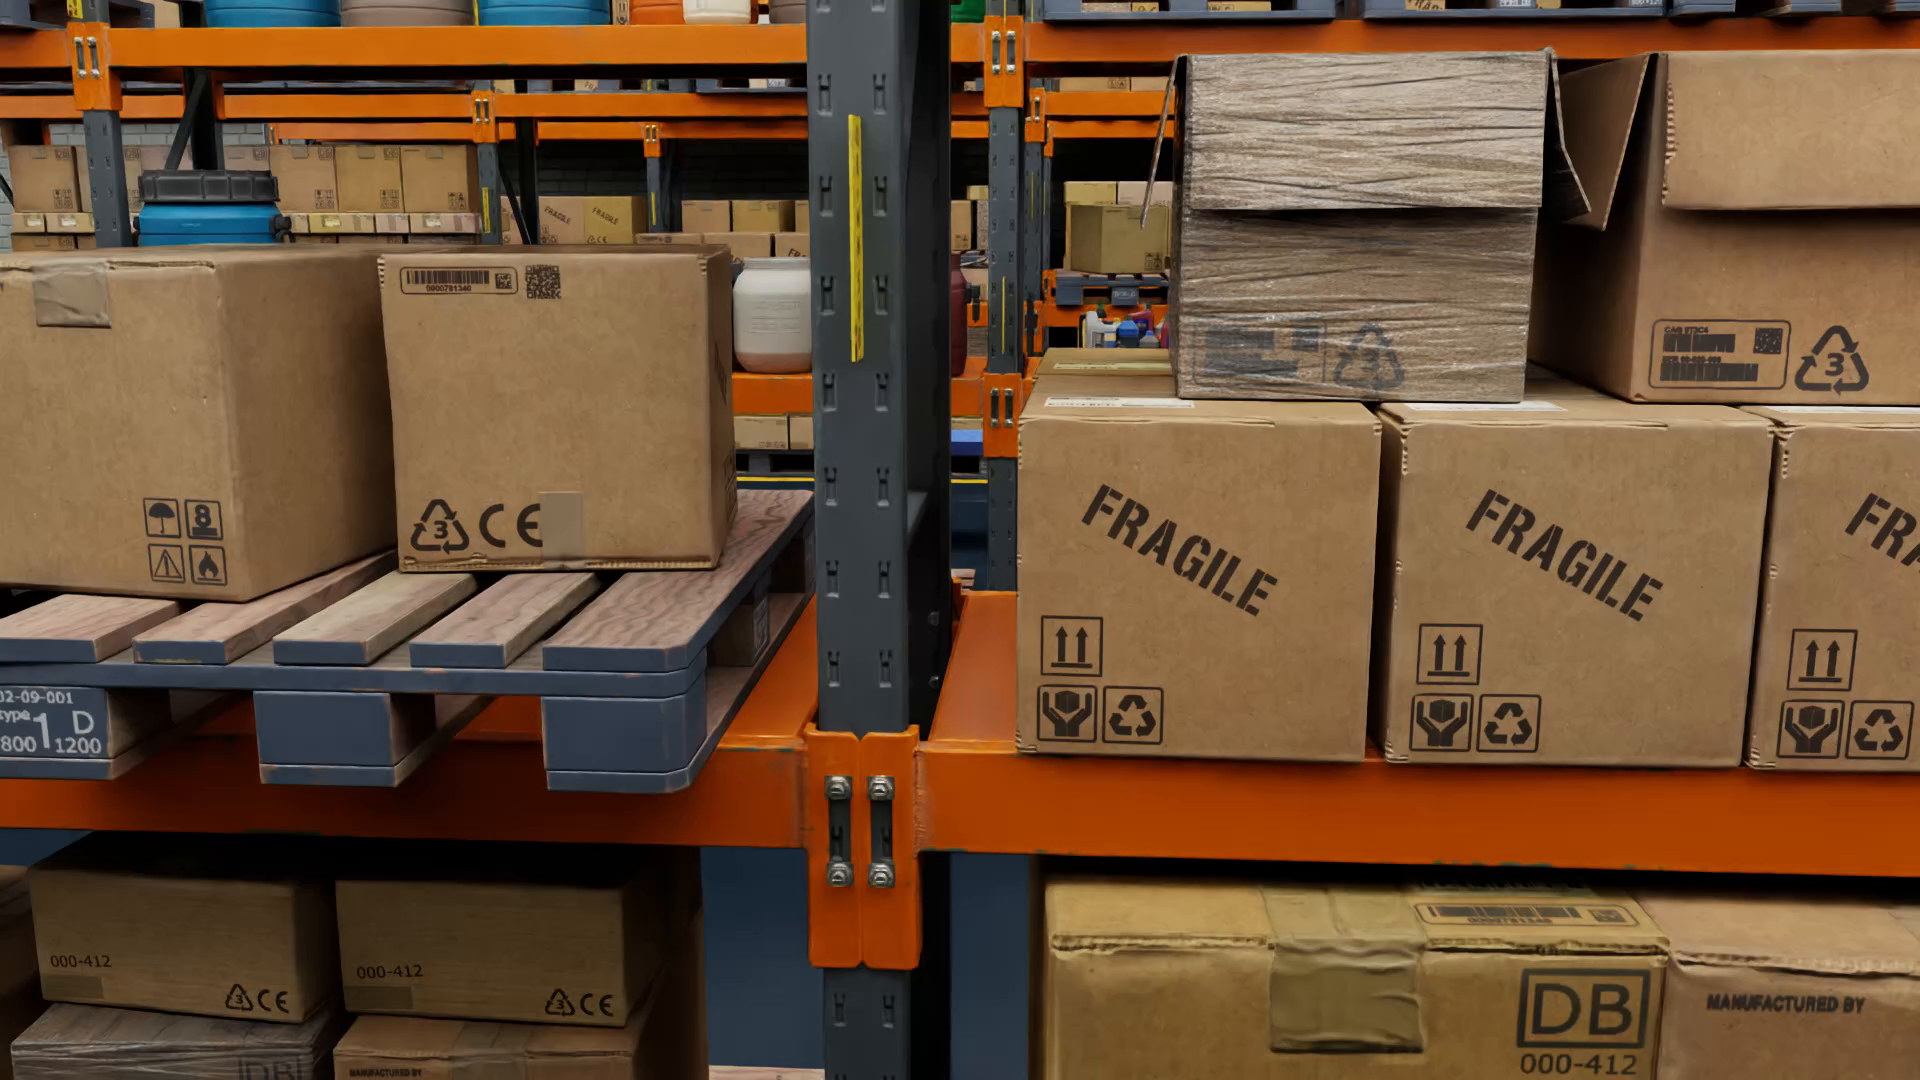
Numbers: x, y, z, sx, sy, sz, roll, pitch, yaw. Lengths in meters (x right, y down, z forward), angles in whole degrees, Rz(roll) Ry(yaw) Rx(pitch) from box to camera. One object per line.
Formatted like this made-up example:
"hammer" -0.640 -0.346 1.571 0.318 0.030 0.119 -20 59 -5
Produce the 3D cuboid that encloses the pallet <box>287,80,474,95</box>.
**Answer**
"pallet" -4.291 -3.500 12.567 1.213 0.211 1.003 1 12 4

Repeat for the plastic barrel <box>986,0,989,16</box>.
"plastic barrel" -0.072 -2.592 7.736 0.421 0.512 0.421 0 12 0

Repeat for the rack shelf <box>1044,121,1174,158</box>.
"rack shelf" 2.875 -4.115 17.046 4.000 0.370 1.077 1 12 4

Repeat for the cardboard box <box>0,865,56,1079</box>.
"cardboard box" -1.904 1.001 3.187 0.500 0.500 0.700 2 12 9

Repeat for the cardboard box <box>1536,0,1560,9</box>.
"cardboard box" 4.046 -3.753 12.045 0.600 0.600 0.600 0 12 -2

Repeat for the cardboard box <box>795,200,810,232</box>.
"cardboard box" -1.390 -3.320 17.494 0.500 0.500 0.700 2 12 12

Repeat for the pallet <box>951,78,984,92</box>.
"pallet" -0.131 -3.381 12.242 1.003 0.211 1.213 1 12 6

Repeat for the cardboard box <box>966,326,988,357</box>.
"cardboard box" 0.158 -2.018 17.618 0.500 0.500 0.700 1 12 5

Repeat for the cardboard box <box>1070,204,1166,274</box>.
"cardboard box" 1.188 -2.283 12.588 0.500 0.500 0.700 -3 12 -15

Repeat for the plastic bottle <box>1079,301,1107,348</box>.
"plastic bottle" 0.650 -1.027 8.137 0.133 0.283 0.061 1 12 4

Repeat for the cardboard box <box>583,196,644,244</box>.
"cardboard box" -3.604 -3.328 17.338 0.500 0.500 0.500 1 12 4

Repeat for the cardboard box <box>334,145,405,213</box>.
"cardboard box" -4.386 -2.765 12.746 0.500 0.500 0.700 1 12 4

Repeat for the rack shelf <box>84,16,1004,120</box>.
"rack shelf" -1.778 -2.146 7.633 4.000 0.370 1.077 1 12 4

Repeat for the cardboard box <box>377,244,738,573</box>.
"cardboard box" -0.655 -0.245 2.841 0.500 0.500 0.500 -1 12 -3

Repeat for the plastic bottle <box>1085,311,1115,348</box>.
"plastic bottle" 0.638 -0.901 7.552 0.135 0.276 0.152 1 12 4

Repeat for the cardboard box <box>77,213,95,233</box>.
"cardboard box" -6.540 -2.434 12.751 0.250 0.149 0.380 1 12 4

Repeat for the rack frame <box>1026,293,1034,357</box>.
"rack frame" 0.422 -0.728 10.087 0.032 1.500 0.500 1 12 4

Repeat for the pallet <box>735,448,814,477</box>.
"pallet" -1.480 -0.686 13.032 1.213 0.211 1.003 1 12 4

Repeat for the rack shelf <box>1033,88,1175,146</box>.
"rack shelf" 2.548 -3.103 12.208 4.000 0.370 1.077 1 12 4

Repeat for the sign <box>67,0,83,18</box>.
"sign" -3.821 -2.418 7.152 0.005 0.325 0.100 1 12 4

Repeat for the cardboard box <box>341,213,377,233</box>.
"cardboard box" -4.494 -2.406 12.615 0.250 0.149 0.380 1 12 4

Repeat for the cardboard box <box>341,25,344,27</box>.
"cardboard box" -4.462 -3.836 12.805 0.500 0.311 0.500 0 12 1

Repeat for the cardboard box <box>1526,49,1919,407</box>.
"cardboard box" 1.265 -0.508 2.676 0.637 0.503 0.797 1 12 5

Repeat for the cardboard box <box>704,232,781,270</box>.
"cardboard box" -1.648 -2.090 12.691 0.500 0.500 0.500 1 12 4

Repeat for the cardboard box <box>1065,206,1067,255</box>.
"cardboard box" 1.369 -3.278 17.595 0.500 0.500 0.500 1 12 4

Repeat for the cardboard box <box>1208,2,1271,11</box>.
"cardboard box" 2.005 -4.000 12.051 0.500 0.500 0.500 1 12 4

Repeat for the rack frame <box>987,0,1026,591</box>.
"rack frame" 0.218 -1.003 7.735 0.127 3.000 1.000 1 12 4

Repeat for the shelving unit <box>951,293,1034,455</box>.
"shelving unit" -0.085 -0.735 10.120 1.048 1.500 0.538 1 12 4

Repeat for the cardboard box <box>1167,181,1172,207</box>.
"cardboard box" 2.351 -3.526 16.946 0.500 0.250 0.500 1 12 4

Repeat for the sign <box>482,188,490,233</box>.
"sign" -3.474 -2.418 12.195 0.005 0.325 0.100 1 12 4

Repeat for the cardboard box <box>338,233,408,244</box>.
"cardboard box" -4.408 -2.129 12.875 0.500 0.500 0.700 1 12 3

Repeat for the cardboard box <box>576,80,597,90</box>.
"cardboard box" -3.634 -4.565 17.145 0.500 0.500 0.500 1 12 5

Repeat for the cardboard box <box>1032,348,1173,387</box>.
"cardboard box" 0.396 -0.084 3.098 0.500 0.500 0.500 1 12 6

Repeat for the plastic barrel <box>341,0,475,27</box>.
"plastic barrel" -2.599 -2.799 7.774 0.600 0.901 0.600 0 12 0

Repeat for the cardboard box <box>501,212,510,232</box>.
"cardboard box" -3.694 -2.479 12.964 0.250 0.149 0.380 1 12 4

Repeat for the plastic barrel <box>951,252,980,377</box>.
"plastic barrel" -0.266 -1.014 7.456 0.708 0.536 0.600 1 12 4

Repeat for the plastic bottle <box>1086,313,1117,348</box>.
"plastic bottle" 0.628 -0.870 7.404 0.135 0.276 0.152 1 12 4

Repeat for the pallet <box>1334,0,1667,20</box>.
"pallet" 2.288 -2.329 7.213 1.213 0.211 1.003 1 12 4

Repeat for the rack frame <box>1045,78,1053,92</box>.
"rack frame" 0.880 -5.963 16.796 0.127 3.000 1.000 1 12 4

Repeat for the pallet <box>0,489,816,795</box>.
"pallet" -0.831 0.115 2.860 1.003 0.211 1.213 1 12 4

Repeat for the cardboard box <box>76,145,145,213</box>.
"cardboard box" -6.387 -2.792 12.877 0.500 0.500 0.700 0 12 2

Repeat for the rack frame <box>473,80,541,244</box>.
"rack frame" -3.439 -2.069 12.834 0.127 3.000 1.000 1 12 4

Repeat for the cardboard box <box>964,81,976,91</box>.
"cardboard box" 0.177 -4.610 17.363 0.500 0.500 0.500 1 12 4

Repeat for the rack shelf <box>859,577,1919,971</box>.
"rack shelf" 1.882 0.389 2.841 4.000 0.370 1.077 1 12 4

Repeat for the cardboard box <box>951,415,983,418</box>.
"cardboard box" 0.013 -1.106 12.547 0.500 0.311 0.500 1 12 5
